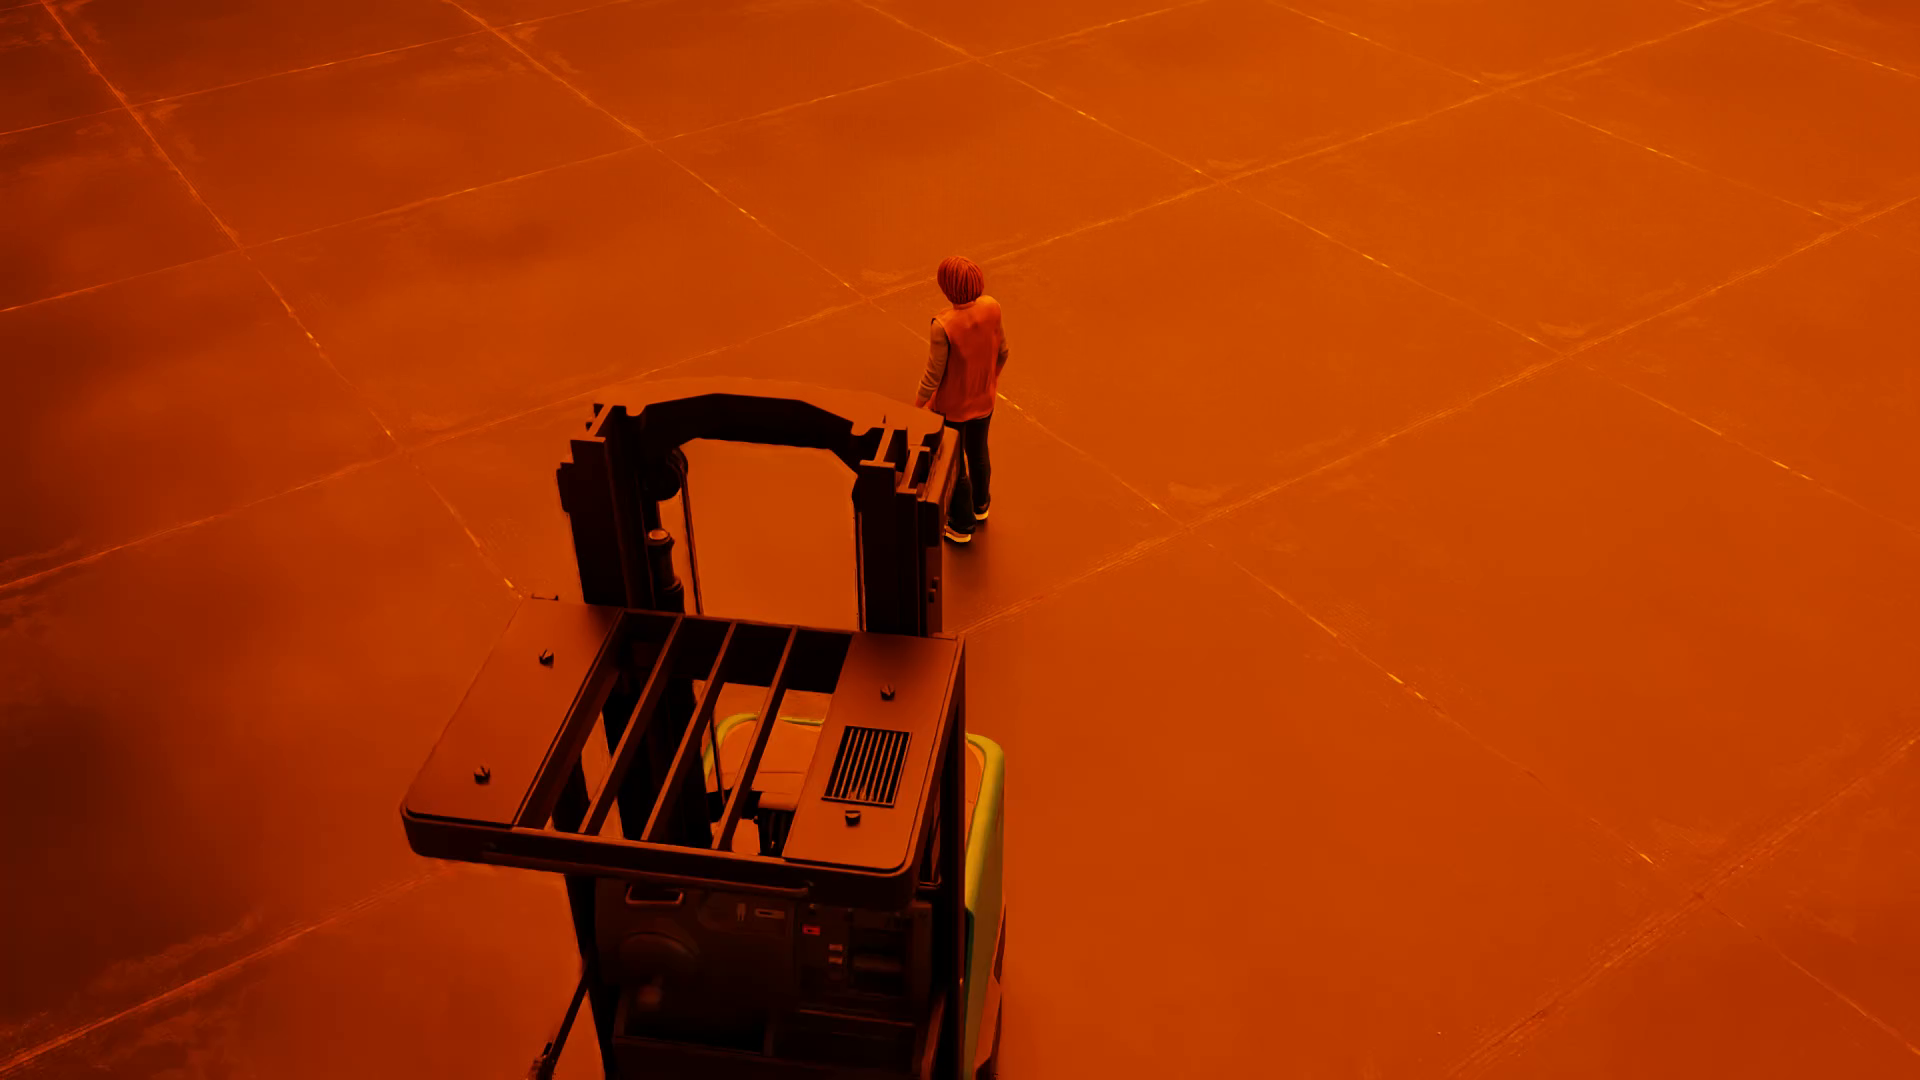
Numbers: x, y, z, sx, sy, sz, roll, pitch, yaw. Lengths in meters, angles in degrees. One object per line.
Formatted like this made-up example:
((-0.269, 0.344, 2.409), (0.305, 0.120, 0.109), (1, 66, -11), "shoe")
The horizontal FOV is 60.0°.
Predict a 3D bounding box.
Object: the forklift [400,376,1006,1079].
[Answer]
((-0.569, 1.180, 4.349), (1.130, 2.935, 3.031), (5, 37, 7), "forklift")

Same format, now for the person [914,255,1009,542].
((-0.032, -0.689, 7.986), (0.520, 1.599, 0.473), (-23, 42, -28), "person")
